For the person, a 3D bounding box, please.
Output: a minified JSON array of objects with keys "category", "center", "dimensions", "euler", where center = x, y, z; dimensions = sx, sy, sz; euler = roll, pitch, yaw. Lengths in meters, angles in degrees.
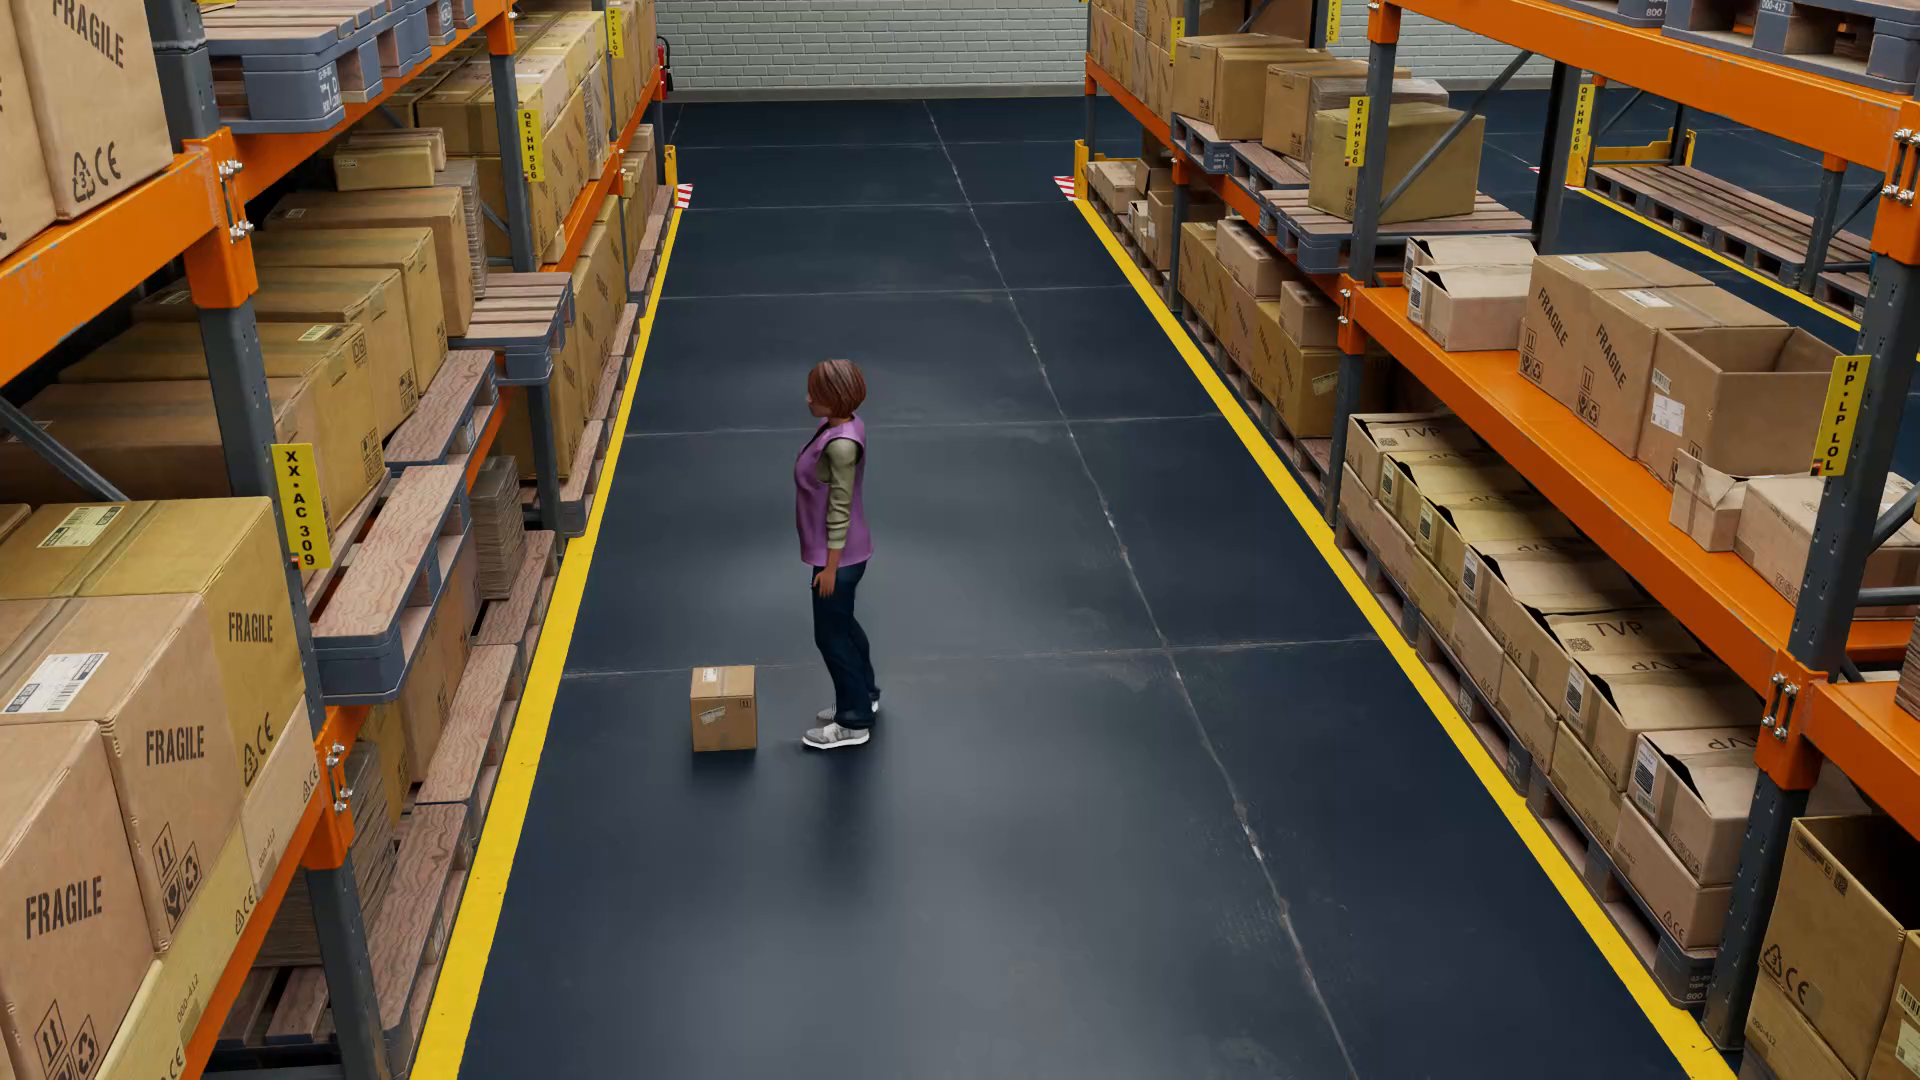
[{"category":"person","center":[-0.480,0.078,6.491],"dimensions":[0.326,1.609,0.406],"euler":[-2,24,-4]}]
